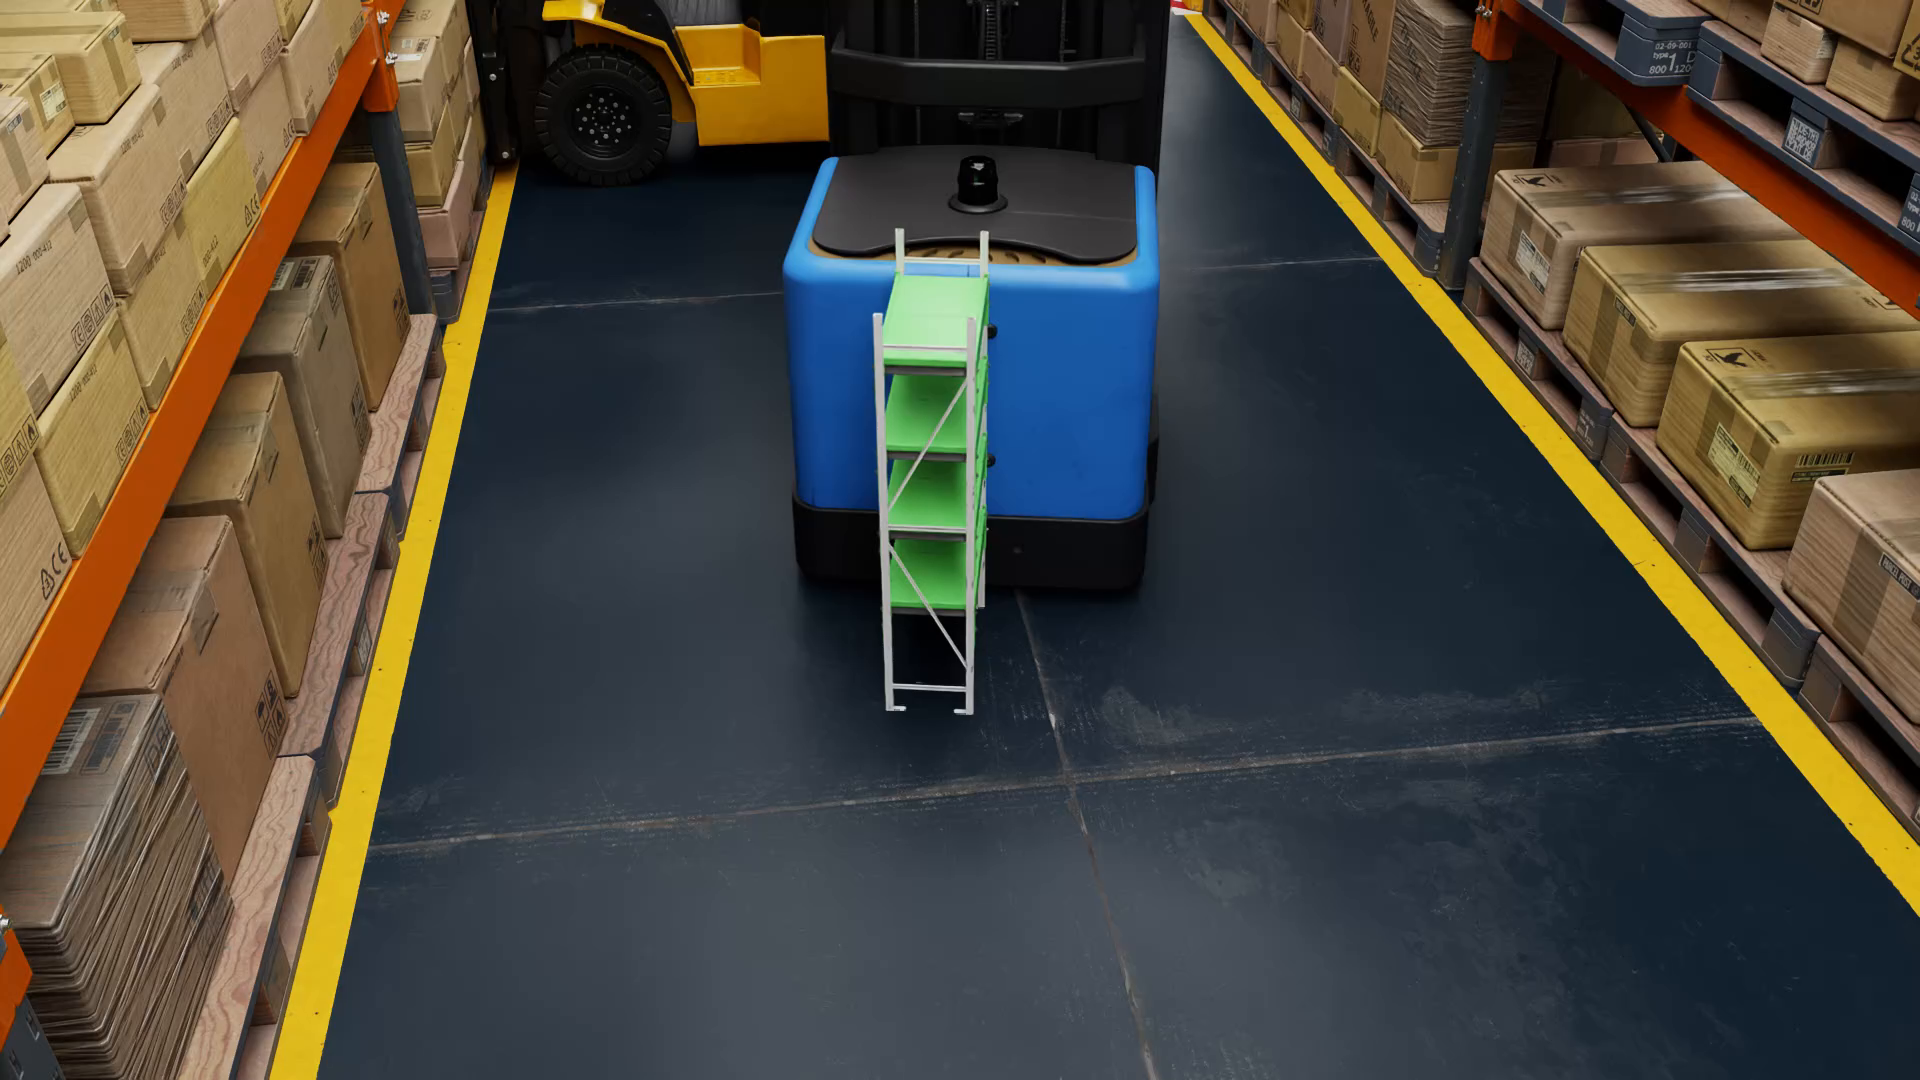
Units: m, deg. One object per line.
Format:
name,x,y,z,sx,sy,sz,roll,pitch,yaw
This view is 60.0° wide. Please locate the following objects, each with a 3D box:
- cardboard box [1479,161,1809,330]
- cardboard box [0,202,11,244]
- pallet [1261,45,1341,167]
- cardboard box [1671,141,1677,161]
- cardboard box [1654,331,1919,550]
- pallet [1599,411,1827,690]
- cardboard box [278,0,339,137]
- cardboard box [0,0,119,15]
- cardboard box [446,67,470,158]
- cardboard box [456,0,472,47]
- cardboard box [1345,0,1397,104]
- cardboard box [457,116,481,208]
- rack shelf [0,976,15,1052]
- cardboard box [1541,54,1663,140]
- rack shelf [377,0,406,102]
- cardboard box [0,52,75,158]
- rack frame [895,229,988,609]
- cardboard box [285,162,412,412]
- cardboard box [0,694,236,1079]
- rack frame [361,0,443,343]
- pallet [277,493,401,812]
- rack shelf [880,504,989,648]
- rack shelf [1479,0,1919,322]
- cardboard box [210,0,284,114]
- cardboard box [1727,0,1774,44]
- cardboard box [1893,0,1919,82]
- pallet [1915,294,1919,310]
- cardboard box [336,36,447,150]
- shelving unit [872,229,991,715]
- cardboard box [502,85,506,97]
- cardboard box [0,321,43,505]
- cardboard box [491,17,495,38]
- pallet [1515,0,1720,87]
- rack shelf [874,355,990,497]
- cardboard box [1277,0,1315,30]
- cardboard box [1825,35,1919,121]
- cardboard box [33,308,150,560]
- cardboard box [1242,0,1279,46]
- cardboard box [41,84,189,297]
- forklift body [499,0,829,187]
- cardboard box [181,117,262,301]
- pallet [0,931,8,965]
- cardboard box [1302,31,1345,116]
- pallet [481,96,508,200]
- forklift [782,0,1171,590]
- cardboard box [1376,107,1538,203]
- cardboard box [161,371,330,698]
cardboard box,2.524,-1.104,6.167,0.950,0.372,0.625,-4,34,-6
cardboard box,-1.778,-0.499,2.654,0.380,0.149,0.250,-3,34,-5
pallet,2.158,-2.211,8.307,1.003,0.211,1.213,-4,35,-6
cardboard box,3.655,-1.978,7.707,0.500,0.500,0.500,20,39,26
cardboard box,2.719,-0.315,5.010,0.950,0.372,0.625,-3,34,-5
pallet,2.724,-0.040,5.121,1.003,0.211,1.213,-4,35,-6
cardboard box,-2.067,-1.328,4.668,0.500,0.250,0.500,-5,35,-7
cardboard box,-1.995,-1.066,3.485,0.380,0.149,0.250,-4,35,-6
cardboard box,-2.296,-1.749,6.778,0.500,0.250,0.500,-5,35,-7
cardboard box,-2.359,-2.238,7.051,0.500,0.250,0.500,-3,34,-5
cardboard box,2.035,-2.250,7.291,0.500,0.500,0.500,-4,34,-6
cardboard box,-2.288,-1.546,6.923,0.500,0.250,0.500,-5,35,-7
rack shelf,-1.661,1.714,0.710,1.077,0.370,4.000,-4,35,-6
cardboard box,2.639,-2.006,6.933,0.500,0.500,0.500,-3,34,-4
rack shelf,-2.737,-2.750,7.260,1.077,0.370,4.000,-4,35,-6
cardboard box,-1.889,-0.782,3.069,0.380,0.149,0.250,-4,34,-6
rack frame,-0.047,-0.300,4.625,0.240,1.200,0.015,2,34,4
cardboard box,-2.386,-0.833,5.545,0.875,0.625,0.625,-3,34,-4
cardboard box,-2.000,0.760,3.207,0.875,0.625,0.625,-3,34,-5
rack frame,-2.468,-1.931,5.420,1.000,3.000,0.127,-4,35,-6
pallet,-2.162,0.312,4.605,1.003,0.211,1.213,-4,35,-6
rack shelf,-0.065,0.088,4.595,0.258,0.148,0.480,2,34,4
rack shelf,2.719,-0.896,4.540,1.077,0.370,4.000,-4,35,-6
cardboard box,-2.009,-1.249,4.108,0.500,0.250,0.500,-4,34,-5
cardboard box,2.375,-1.469,4.593,0.380,0.149,0.250,-4,34,-6
cardboard box,2.502,-1.217,3.646,0.500,0.500,0.500,-7,35,-10
pallet,2.787,-0.387,3.325,1.213,0.211,1.003,-4,35,-6
cardboard box,-2.222,-1.675,6.225,0.500,0.250,0.500,-5,35,-7
shelving unit,-0.065,-0.163,4.424,0.258,1.200,0.503,2,34,4
cardboard box,-2.421,-2.116,7.760,0.500,0.250,0.500,-3,34,-5
cardboard box,-1.722,-0.112,2.439,0.500,0.250,0.500,-4,35,-6
cardboard box,-2.420,-2.312,7.605,0.500,0.250,0.500,-4,35,-7
pallet,2.409,-1.792,5.387,1.003,0.211,1.213,-4,35,-6
rack shelf,-0.065,-0.309,4.325,0.258,0.148,0.480,2,34,4
cardboard box,1.885,-2.832,8.145,0.500,0.500,0.500,-4,34,-5
cardboard box,2.424,-1.170,4.154,0.380,0.149,0.250,-5,35,-8
cardboard box,-1.810,-0.184,2.990,0.500,0.250,0.500,-5,35,-7
cardboard box,1.808,-2.822,8.796,0.500,0.250,0.500,-3,34,-5
cardboard box,-1.866,-0.683,3.277,0.500,0.250,0.500,-5,35,-8
forklift body,-0.943,-2.892,7.584,2.313,2.155,1.214,-4,35,-6
cardboard box,-1.954,-0.761,3.836,0.500,0.250,0.500,-3,34,-5
pallet,-1.769,0.753,1.651,1.213,0.211,1.003,-4,35,-6
cardboard box,1.959,-2.236,7.937,0.500,0.250,0.500,-4,34,-6
pallet,-2.700,-1.908,7.862,1.003,0.211,1.213,-4,35,-6
forklift,0.133,-1.872,5.394,1.130,2.935,3.031,2,34,4
cardboard box,2.105,-1.656,7.085,0.500,0.250,0.500,-3,34,-4
cardboard box,-2.186,0.020,4.293,0.875,0.625,0.625,-6,35,-8
